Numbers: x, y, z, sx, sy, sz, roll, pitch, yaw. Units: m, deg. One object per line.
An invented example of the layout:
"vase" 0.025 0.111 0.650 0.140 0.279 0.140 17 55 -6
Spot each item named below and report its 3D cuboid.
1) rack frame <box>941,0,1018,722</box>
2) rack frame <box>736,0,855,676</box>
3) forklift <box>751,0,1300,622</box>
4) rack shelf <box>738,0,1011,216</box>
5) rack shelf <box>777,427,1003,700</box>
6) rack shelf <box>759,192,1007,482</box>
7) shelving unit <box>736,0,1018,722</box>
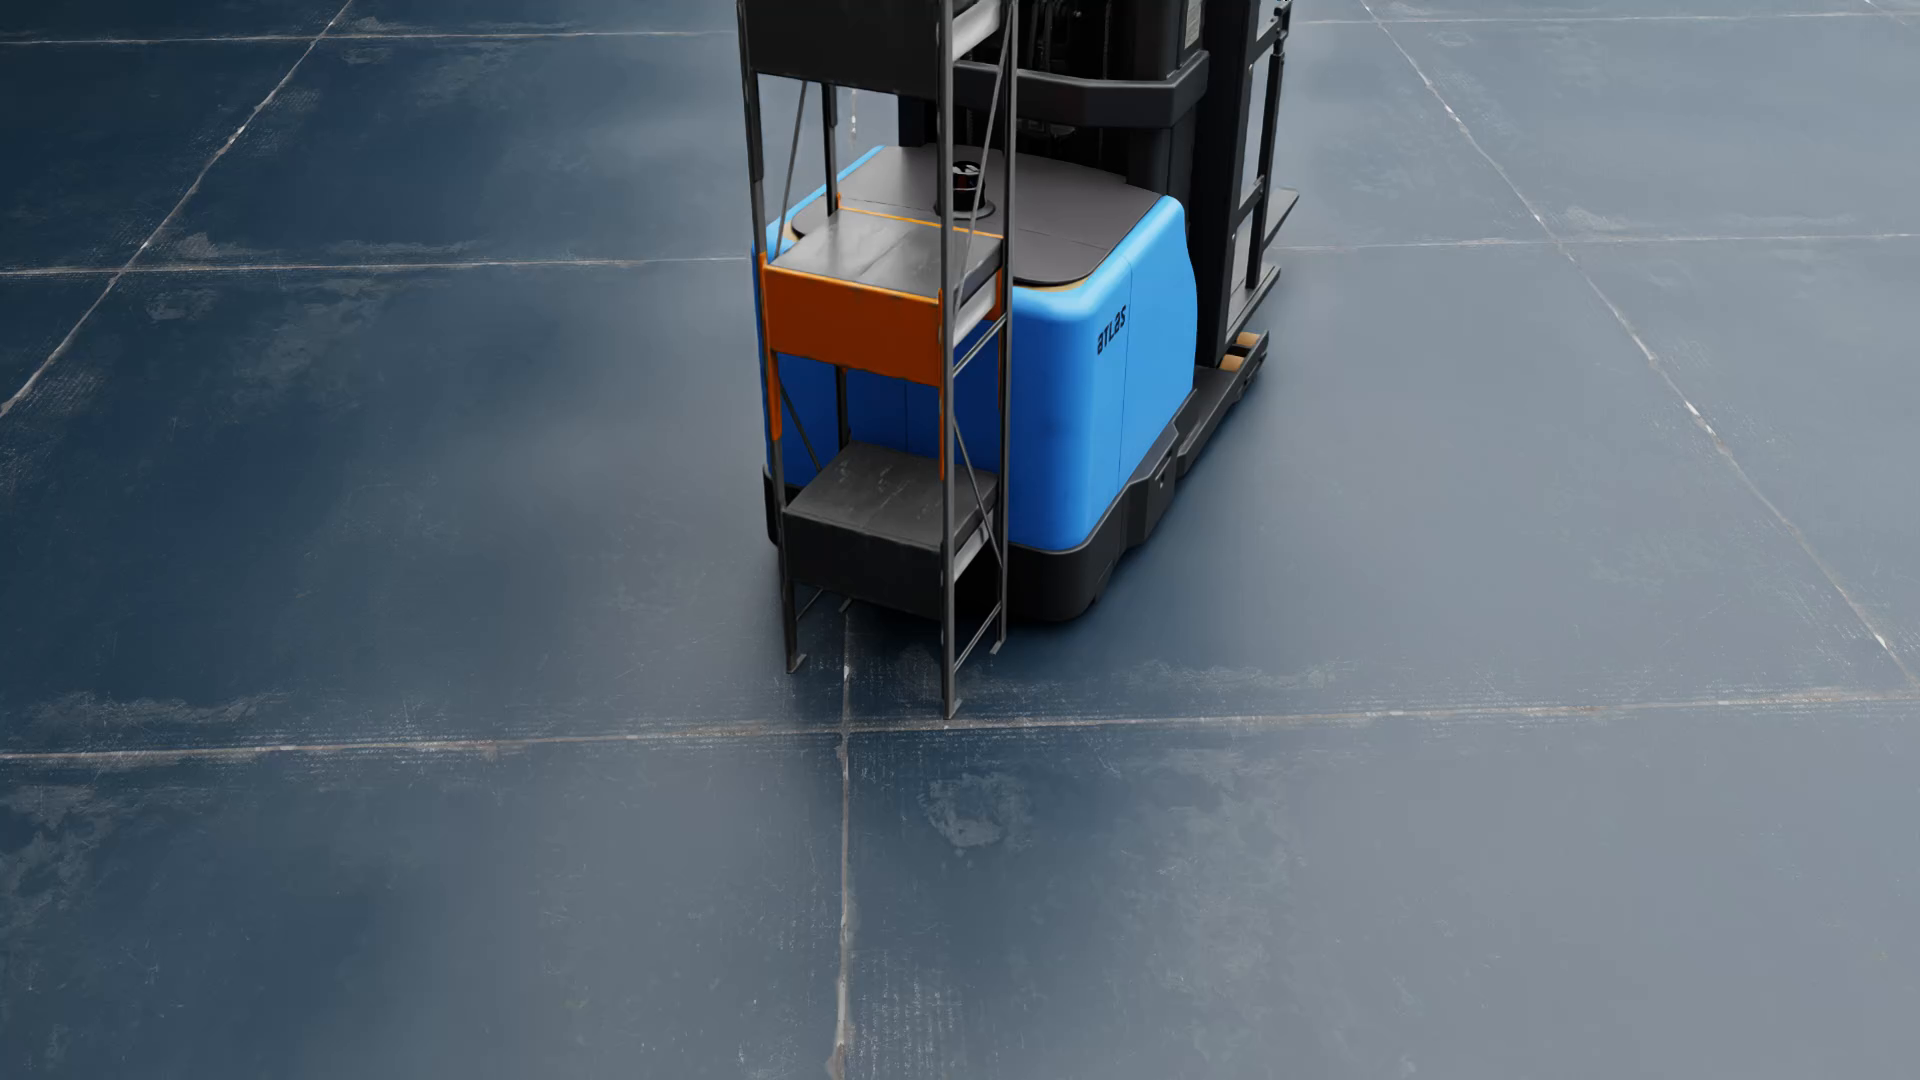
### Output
"rack frame" 0.045 -0.473 4.088 0.015 2.100 0.400 14 37 20
"rack frame" -0.401 -0.586 4.252 0.015 2.100 0.400 14 37 20
"forklift" 0.483 -1.797 5.272 1.130 2.935 3.031 15 37 20
"rack shelf" -0.178 -1.094 3.779 0.480 0.518 0.431 14 37 20
"rack shelf" -0.178 0.057 4.576 0.480 0.518 0.431 14 37 20
"rack shelf" -0.178 -0.518 4.178 0.480 0.518 0.431 14 37 20
"shelving unit" -0.178 -0.529 4.170 0.503 2.100 0.431 14 37 20
